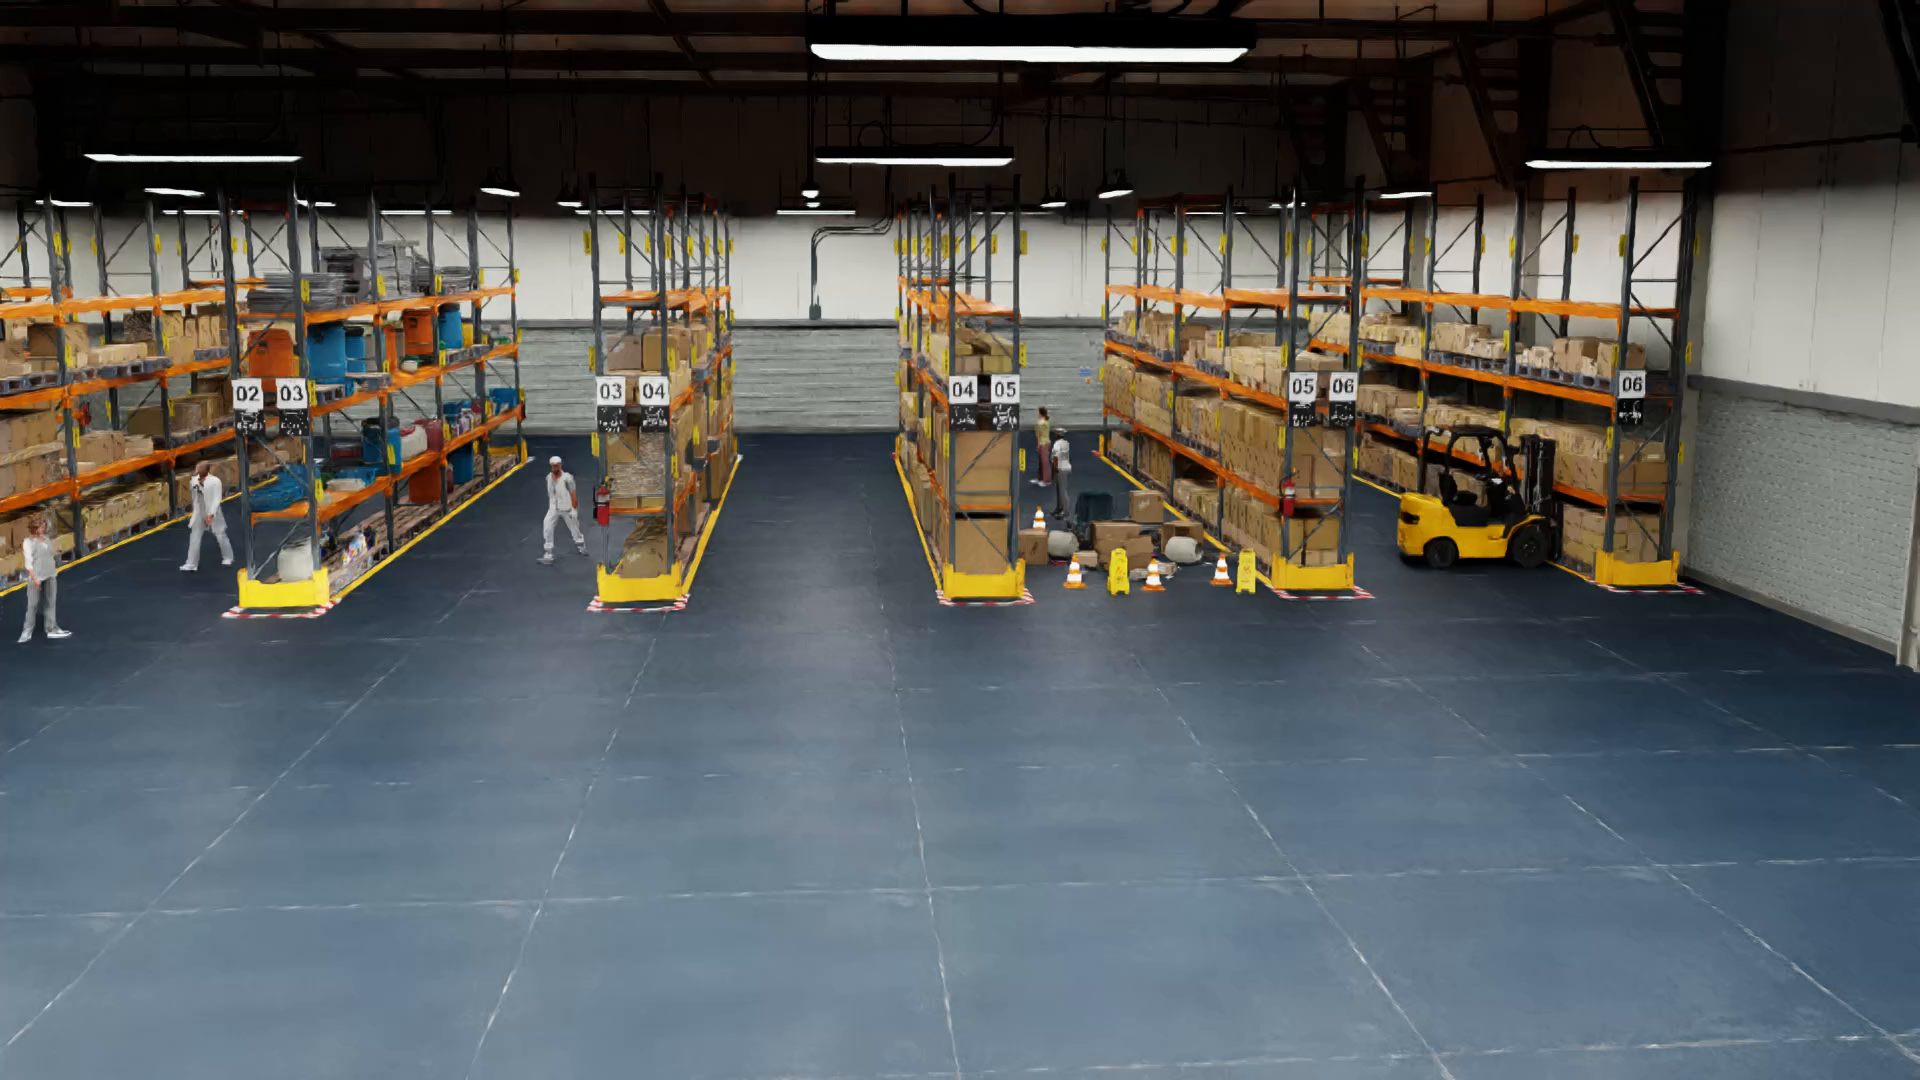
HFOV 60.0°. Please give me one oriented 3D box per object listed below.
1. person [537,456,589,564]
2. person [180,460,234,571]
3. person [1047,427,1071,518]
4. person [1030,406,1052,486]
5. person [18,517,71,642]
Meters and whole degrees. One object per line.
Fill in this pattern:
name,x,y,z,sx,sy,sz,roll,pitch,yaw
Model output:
person,-6.368,-0.504,26.616,0.598,1.735,0.988,3,10,16
person,-11.757,-0.403,25.955,0.573,1.716,1.102,1,10,4
person,1.854,-1.275,31.054,0.549,1.664,0.574,5,11,26
person,1.721,-2.003,35.152,0.565,1.664,0.543,4,11,22
person,-11.821,0.496,21.295,0.394,1.595,0.588,4,11,20
